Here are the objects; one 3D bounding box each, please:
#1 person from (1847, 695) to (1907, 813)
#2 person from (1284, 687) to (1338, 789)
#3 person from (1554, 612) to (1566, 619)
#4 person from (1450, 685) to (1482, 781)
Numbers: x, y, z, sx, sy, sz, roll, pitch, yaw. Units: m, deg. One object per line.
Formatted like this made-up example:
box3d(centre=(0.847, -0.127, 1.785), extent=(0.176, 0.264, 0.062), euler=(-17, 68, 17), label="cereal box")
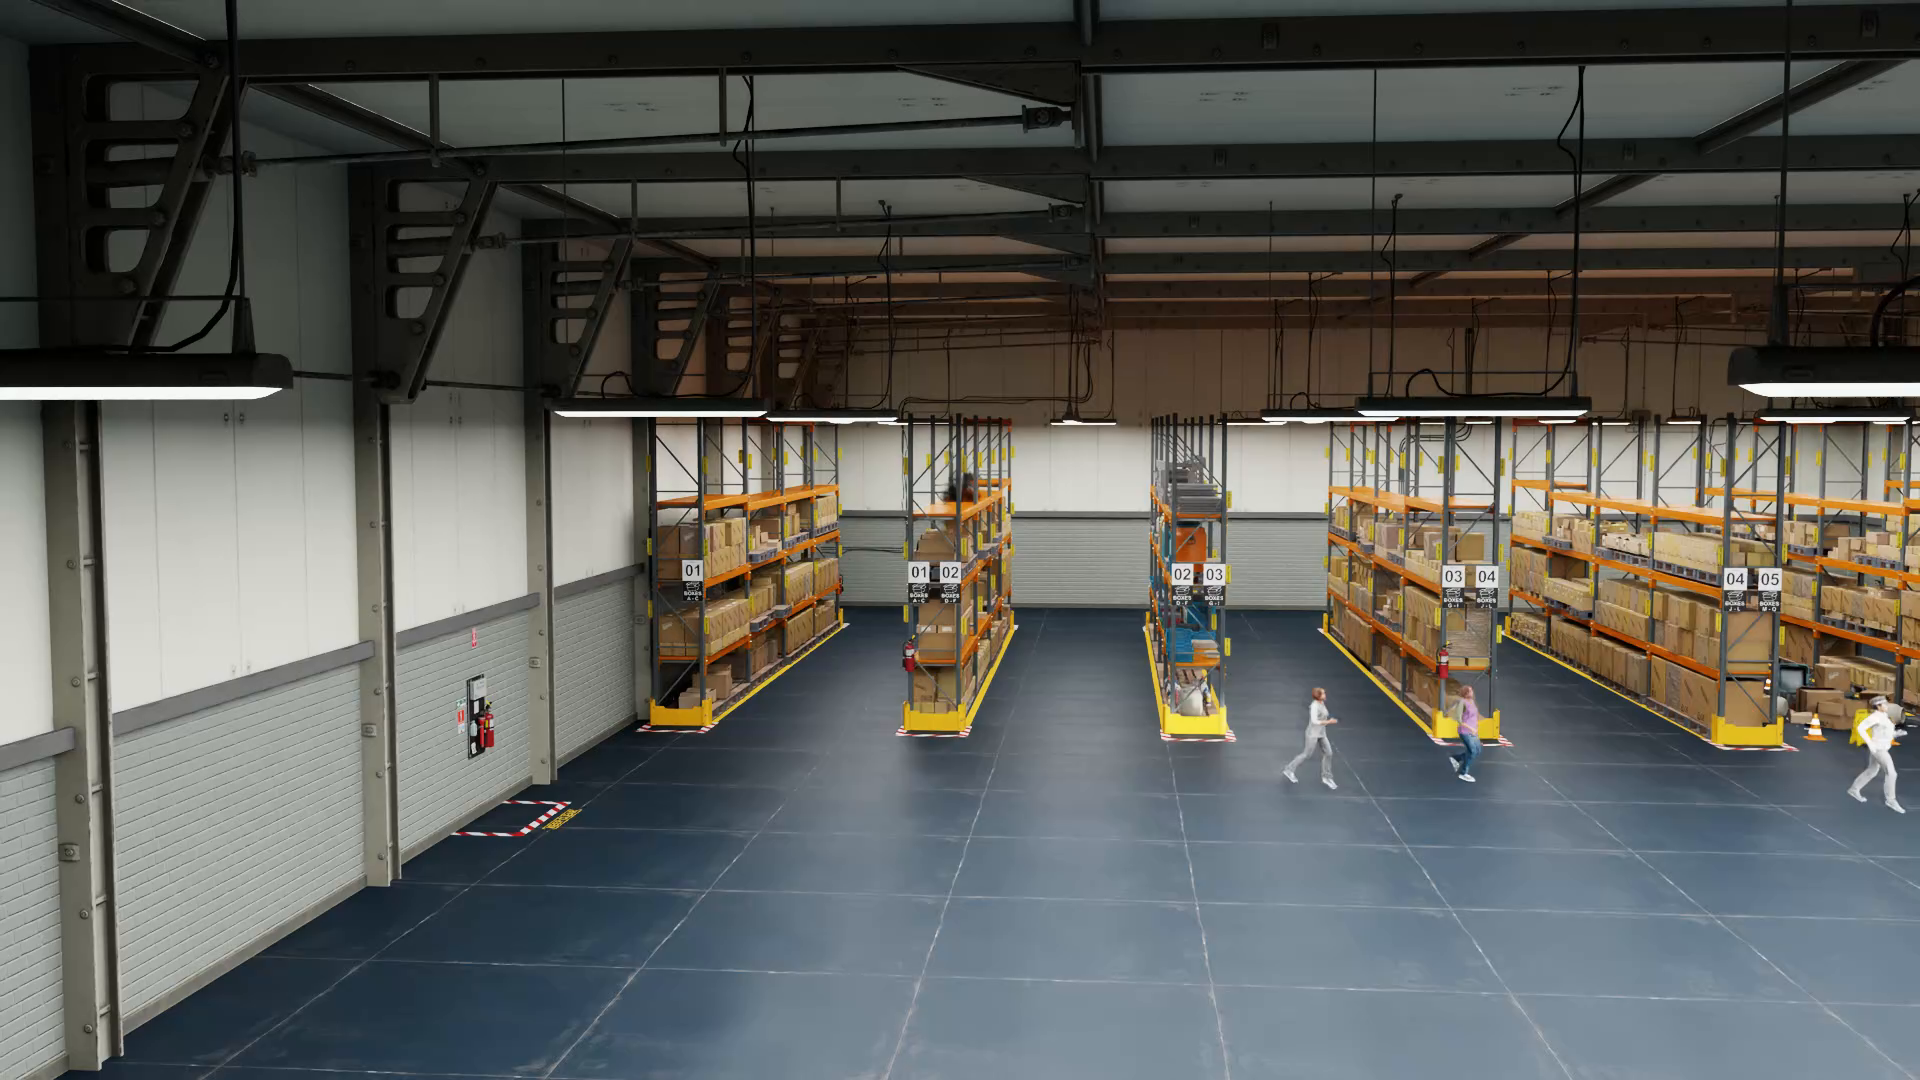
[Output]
box3d(centre=(13.813, 3.187, 25.002), extent=(0.780, 1.736, 0.587), euler=(3, 5, 38), label="person")
box3d(centre=(5.631, 3.138, 26.519), extent=(0.833, 1.628, 0.548), euler=(2, 5, 33), label="person")
box3d(centre=(16.738, 1.700, 46.951), extent=(0.759, 1.723, 0.839), euler=(-2, 4, -29), label="person")
box3d(centre=(8.222, 3.130, 27.068), extent=(0.496, 1.566, 0.541), euler=(3, 5, 39), label="person")
